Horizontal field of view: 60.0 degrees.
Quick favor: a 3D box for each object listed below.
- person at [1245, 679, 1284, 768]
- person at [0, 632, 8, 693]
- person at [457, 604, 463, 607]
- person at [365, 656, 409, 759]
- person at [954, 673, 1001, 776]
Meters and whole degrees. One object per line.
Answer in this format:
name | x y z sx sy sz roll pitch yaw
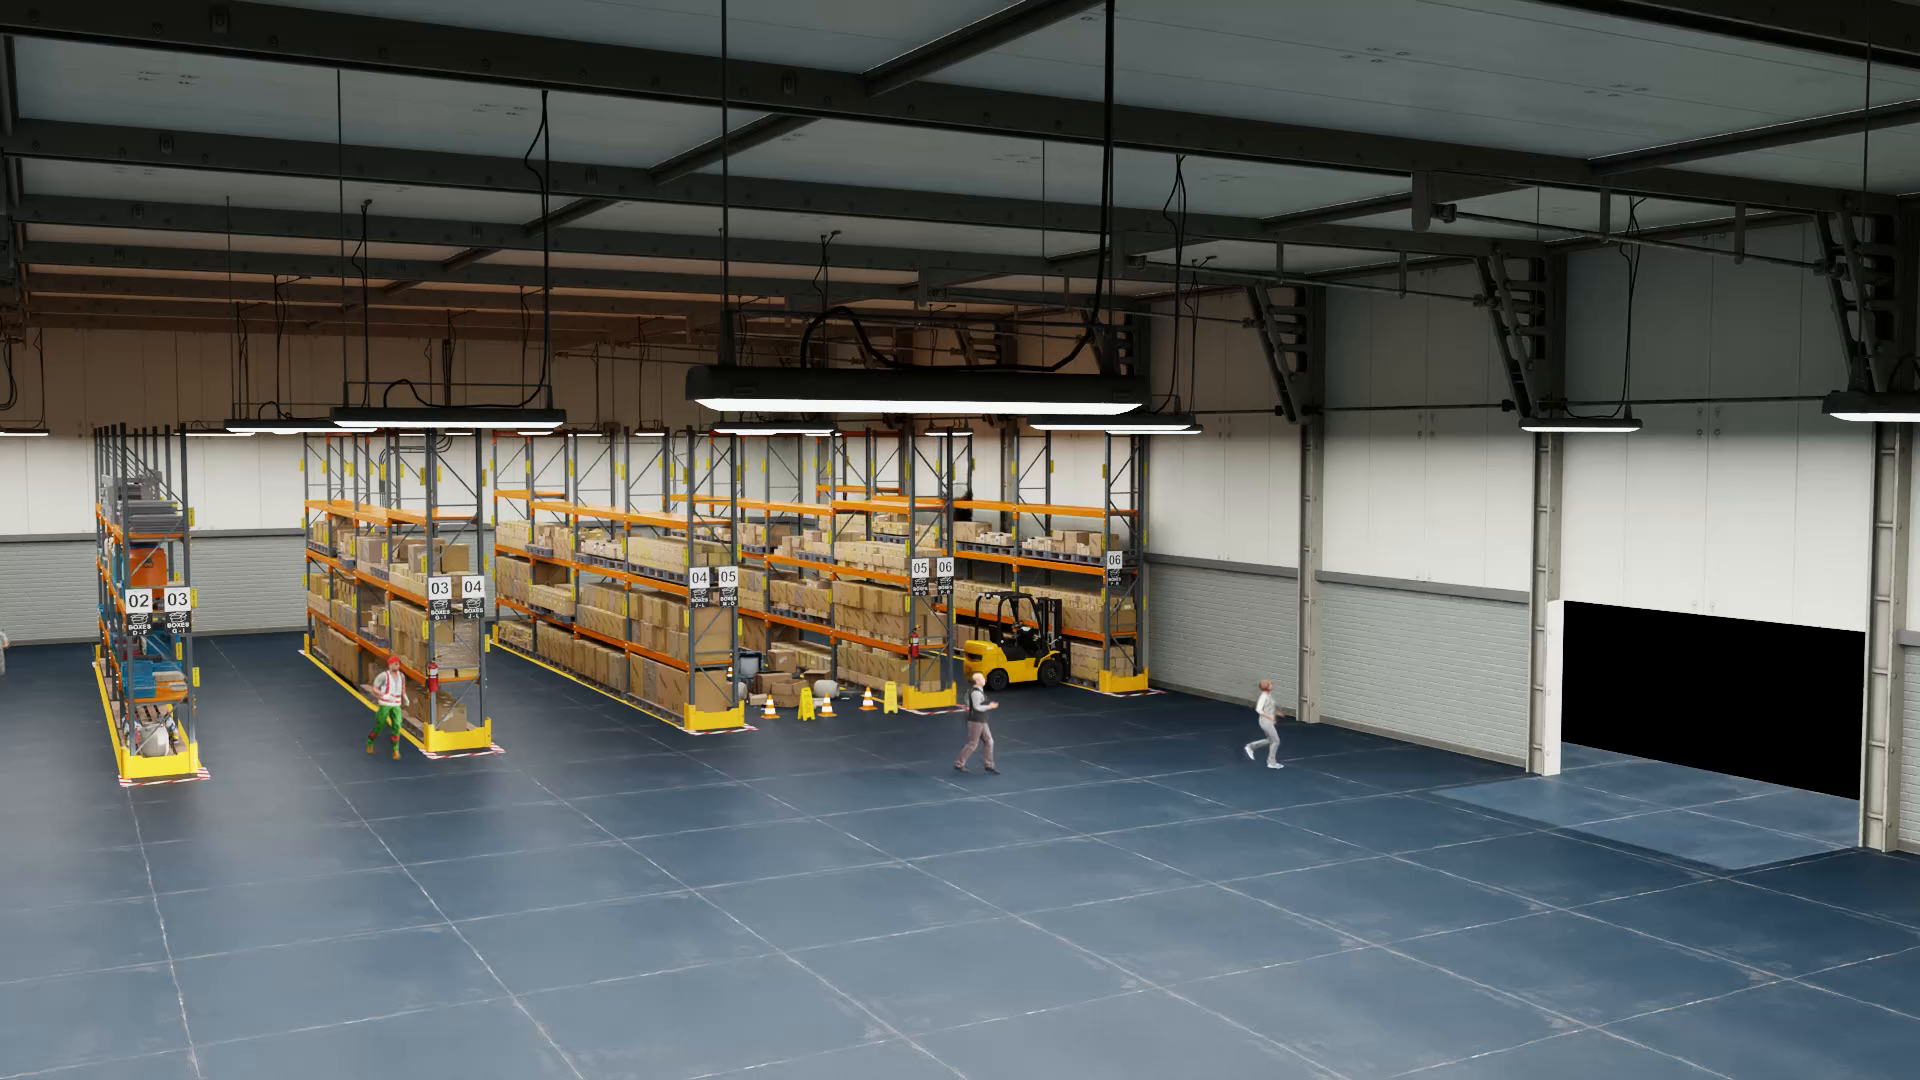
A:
person | 5.301 3.189 28.953 0.680 1.553 0.542 1 4 16
person | -21.800 2.628 37.545 0.575 1.632 0.749 -3 4 -39
person | -13.380 2.192 44.644 0.624 1.713 0.656 -1 4 -20
person | -10.267 3.004 30.053 0.898 1.794 0.723 3 5 42
person | 0.301 3.133 28.242 0.801 1.755 0.654 0 3 6
